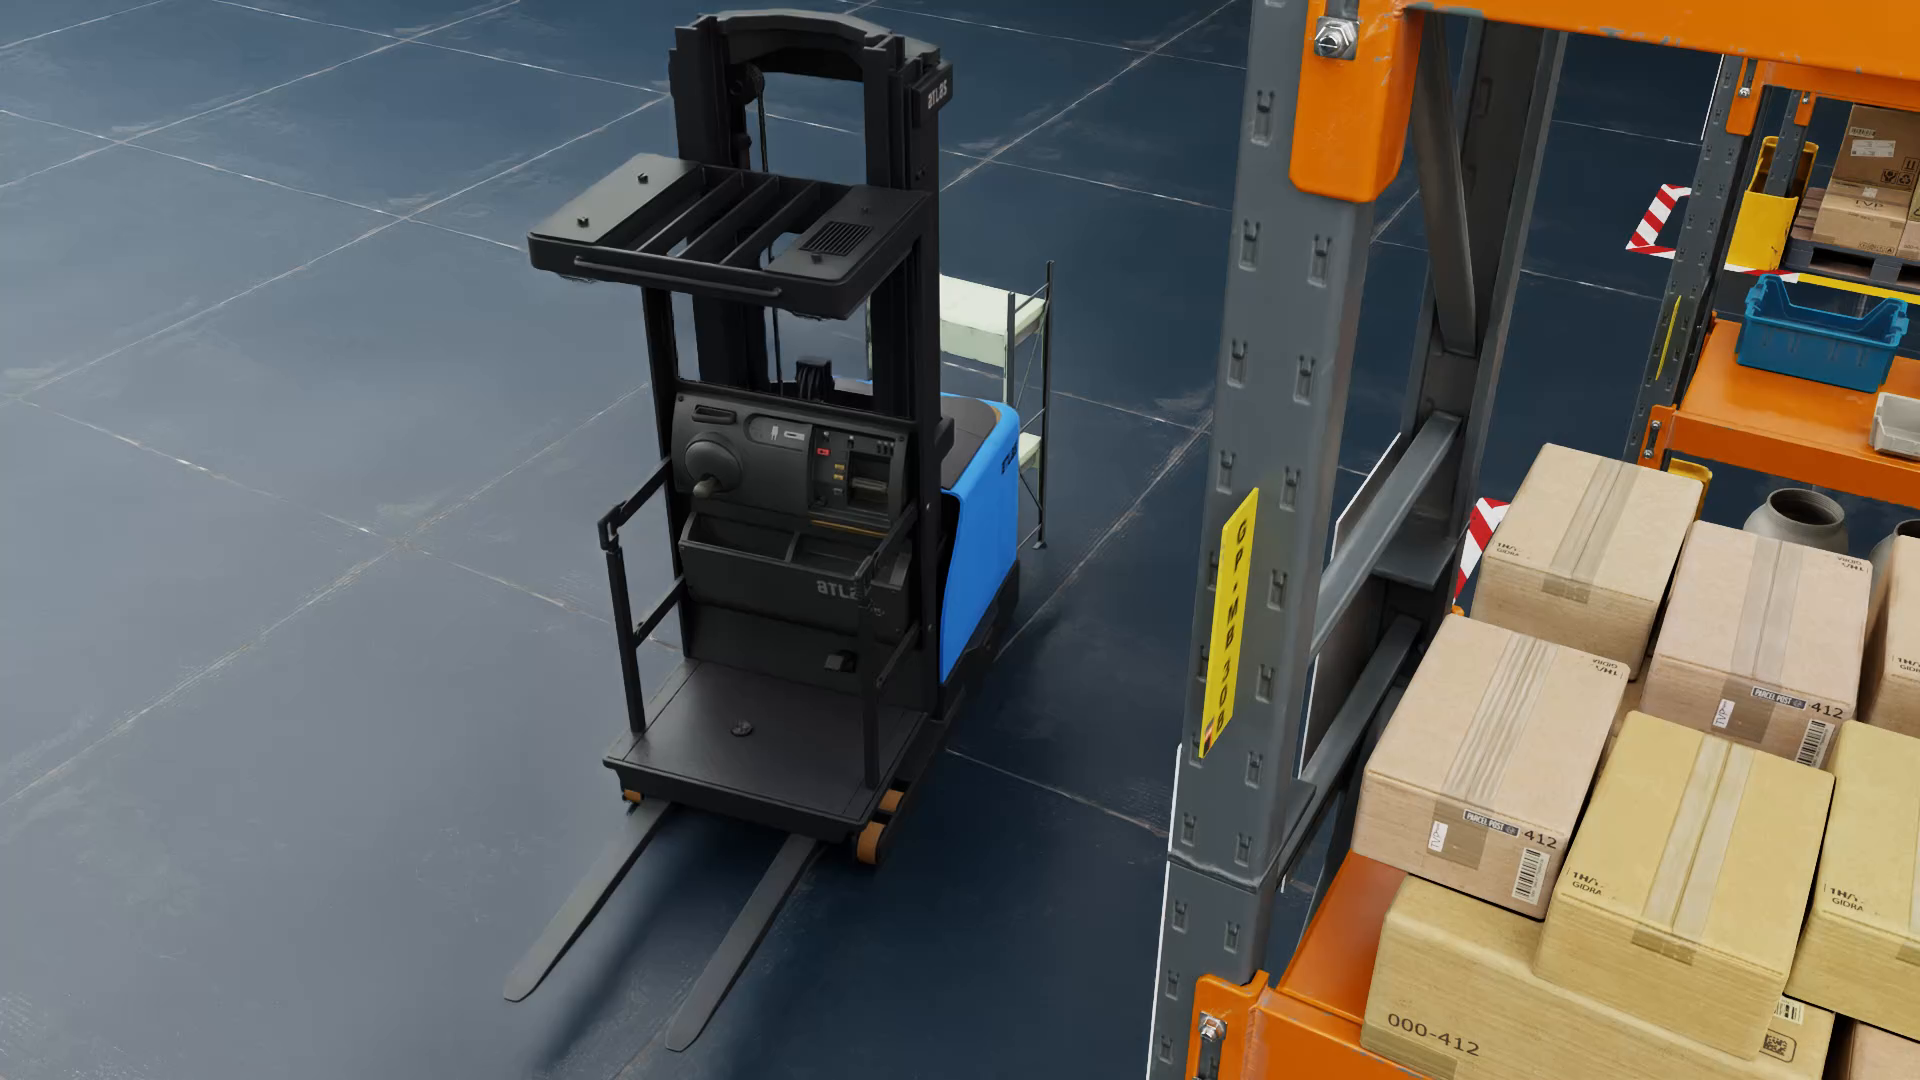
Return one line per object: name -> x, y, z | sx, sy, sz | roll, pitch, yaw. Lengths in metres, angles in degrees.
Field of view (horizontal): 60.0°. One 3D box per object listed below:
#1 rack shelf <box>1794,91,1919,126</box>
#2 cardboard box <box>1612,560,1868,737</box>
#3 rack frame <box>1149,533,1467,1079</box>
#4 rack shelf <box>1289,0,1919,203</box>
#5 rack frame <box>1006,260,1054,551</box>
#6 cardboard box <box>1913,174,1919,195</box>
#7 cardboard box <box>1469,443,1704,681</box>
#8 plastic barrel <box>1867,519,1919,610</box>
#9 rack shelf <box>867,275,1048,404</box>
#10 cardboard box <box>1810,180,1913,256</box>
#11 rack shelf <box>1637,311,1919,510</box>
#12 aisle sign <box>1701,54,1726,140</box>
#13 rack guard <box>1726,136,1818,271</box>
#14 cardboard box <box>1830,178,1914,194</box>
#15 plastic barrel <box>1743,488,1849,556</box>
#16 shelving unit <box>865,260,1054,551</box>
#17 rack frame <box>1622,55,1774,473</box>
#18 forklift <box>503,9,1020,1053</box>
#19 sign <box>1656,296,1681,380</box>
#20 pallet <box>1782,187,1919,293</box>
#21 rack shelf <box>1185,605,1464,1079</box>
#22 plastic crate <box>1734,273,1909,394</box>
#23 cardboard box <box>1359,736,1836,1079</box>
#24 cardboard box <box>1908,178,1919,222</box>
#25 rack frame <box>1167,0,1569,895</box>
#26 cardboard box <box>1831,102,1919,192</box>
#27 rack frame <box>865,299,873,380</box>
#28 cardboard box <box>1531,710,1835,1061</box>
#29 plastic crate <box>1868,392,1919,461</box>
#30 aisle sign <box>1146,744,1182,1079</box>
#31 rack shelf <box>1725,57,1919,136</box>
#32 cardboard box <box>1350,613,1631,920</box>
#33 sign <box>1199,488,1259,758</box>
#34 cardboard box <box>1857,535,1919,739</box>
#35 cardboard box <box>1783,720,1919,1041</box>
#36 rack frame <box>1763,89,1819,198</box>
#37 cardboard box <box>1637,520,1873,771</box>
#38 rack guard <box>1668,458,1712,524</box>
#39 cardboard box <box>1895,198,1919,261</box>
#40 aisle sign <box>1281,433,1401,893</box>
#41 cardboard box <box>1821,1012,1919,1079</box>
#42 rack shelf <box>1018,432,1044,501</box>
rack shelf -> 7.232, -2.467, 9.897 | 4.000, 0.370, 1.077 | 18, 37, 24
cardboard box -> 1.121, 0.274, 2.561 | 0.500, 0.250, 0.500 | 18, 38, 25
rack frame -> 0.577, 1.450, 3.367 | 0.127, 3.000, 1.000 | 18, 37, 24
rack shelf -> 2.313, -0.197, 1.078 | 4.000, 0.370, 1.077 | 18, 37, 24
rack frame -> 0.312, -0.525, 7.686 | 0.023, 1.500, 0.400 | 18, 37, 24
cardboard box -> 6.547, -2.210, 10.964 | 0.500, 0.250, 0.500 | 18, 37, 24
cardboard box -> 0.972, 0.024, 2.577 | 0.250, 0.149, 0.380 | 18, 37, 24
plastic barrel -> 4.079, 0.209, 7.096 | 0.421, 0.512, 0.421 | 0, 34, 0
rack shelf -> -0.006, -0.951, 7.621 | 0.720, 0.370, 0.431 | 18, 37, 24
cardboard box -> 5.850, -2.092, 10.787 | 0.500, 0.250, 0.500 | 18, 37, 24
rack shelf -> 4.771, -0.084, 6.319 | 4.000, 0.370, 1.077 | 18, 37, 24
aisle sign -> 2.826, -1.895, 6.043 | 0.004, 0.787, 0.394 | 18, 37, 24
rack guard -> 5.474, -2.283, 11.227 | 0.348, 0.500, 1.175 | 18, 37, 24
cardboard box -> 6.107, -2.341, 11.162 | 0.500, 0.250, 0.500 | 18, 37, 24
plastic barrel -> 3.643, 0.071, 7.303 | 0.421, 0.512, 0.421 | 0, 34, 0
shelving unit -> -0.006, -0.626, 7.837 | 0.755, 1.500, 0.431 | 18, 37, 24
rack frame -> 3.034, -0.934, 6.946 | 0.127, 3.000, 1.000 | 18, 37, 24
forklift -> -0.703, -0.233, 5.956 | 1.130, 2.935, 3.031 | 11, 35, 16
sign -> 2.757, -0.785, 6.474 | 0.005, 0.325, 0.100 | 18, 37, 24
pallet -> 6.180, -1.966, 11.011 | 1.213, 0.211, 1.003 | 18, 37, 24
rack shelf -> 2.313, 1.051, 1.909 | 4.000, 0.370, 1.077 | 18, 37, 24
plastic crate -> 3.617, -0.878, 6.997 | 0.616, 0.251, 0.499 | 18, 37, 24
cardboard box -> 0.867, 0.520, 2.191 | 0.500, 0.250, 0.500 | 19, 38, 26
cardboard box -> 6.285, -2.268, 10.375 | 0.500, 0.500, 0.500 | 18, 37, 24
rack frame -> 0.577, -1.047, 1.704 | 0.127, 3.000, 1.000 | 18, 37, 24
cardboard box -> 6.108, -2.655, 10.955 | 0.500, 0.500, 0.500 | 18, 37, 24
rack frame -> -0.324, -0.727, 7.988 | 0.023, 1.500, 0.400 | 18, 37, 24
cardboard box -> 0.878, 0.403, 2.009 | 0.250, 0.149, 0.380 | 18, 38, 25
plastic crate -> 3.651, -0.423, 6.417 | 0.250, 0.136, 0.298 | 18, 37, 24
aisle sign -> 0.374, 0.495, 2.455 | 0.004, 0.787, 0.394 | 18, 37, 24
rack shelf -> 4.771, -1.333, 5.488 | 4.000, 0.370, 1.077 | 18, 37, 24
cardboard box -> 0.701, 0.285, 2.186 | 0.250, 0.149, 0.380 | 17, 37, 24
sign -> 0.307, 0.099, 1.901 | 0.005, 0.325, 0.100 | 18, 37, 24
cardboard box -> 1.432, 0.174, 2.351 | 0.250, 0.149, 0.380 | 16, 37, 22
cardboard box -> 1.158, 0.413, 1.993 | 0.250, 0.149, 0.380 | 17, 37, 24
rack frame -> 5.495, -3.316, 10.524 | 0.127, 3.000, 1.000 | 18, 37, 24
cardboard box -> 1.140, 0.152, 2.385 | 0.250, 0.149, 0.380 | 16, 37, 23
rack guard -> 3.123, 0.105, 7.641 | 0.348, 0.500, 1.175 | 18, 37, 24
cardboard box -> 6.286, -1.956, 10.584 | 0.500, 0.250, 0.500 | 18, 37, 24
aisle sign -> 0.672, 0.206, 2.889 | 0.004, 0.787, 0.394 | 18, 37, 24
cardboard box -> 1.317, 0.659, 1.983 | 0.500, 0.250, 0.500 | 17, 37, 23
rack shelf -> -0.006, -0.355, 8.018 | 0.720, 0.370, 0.431 | 18, 37, 24
